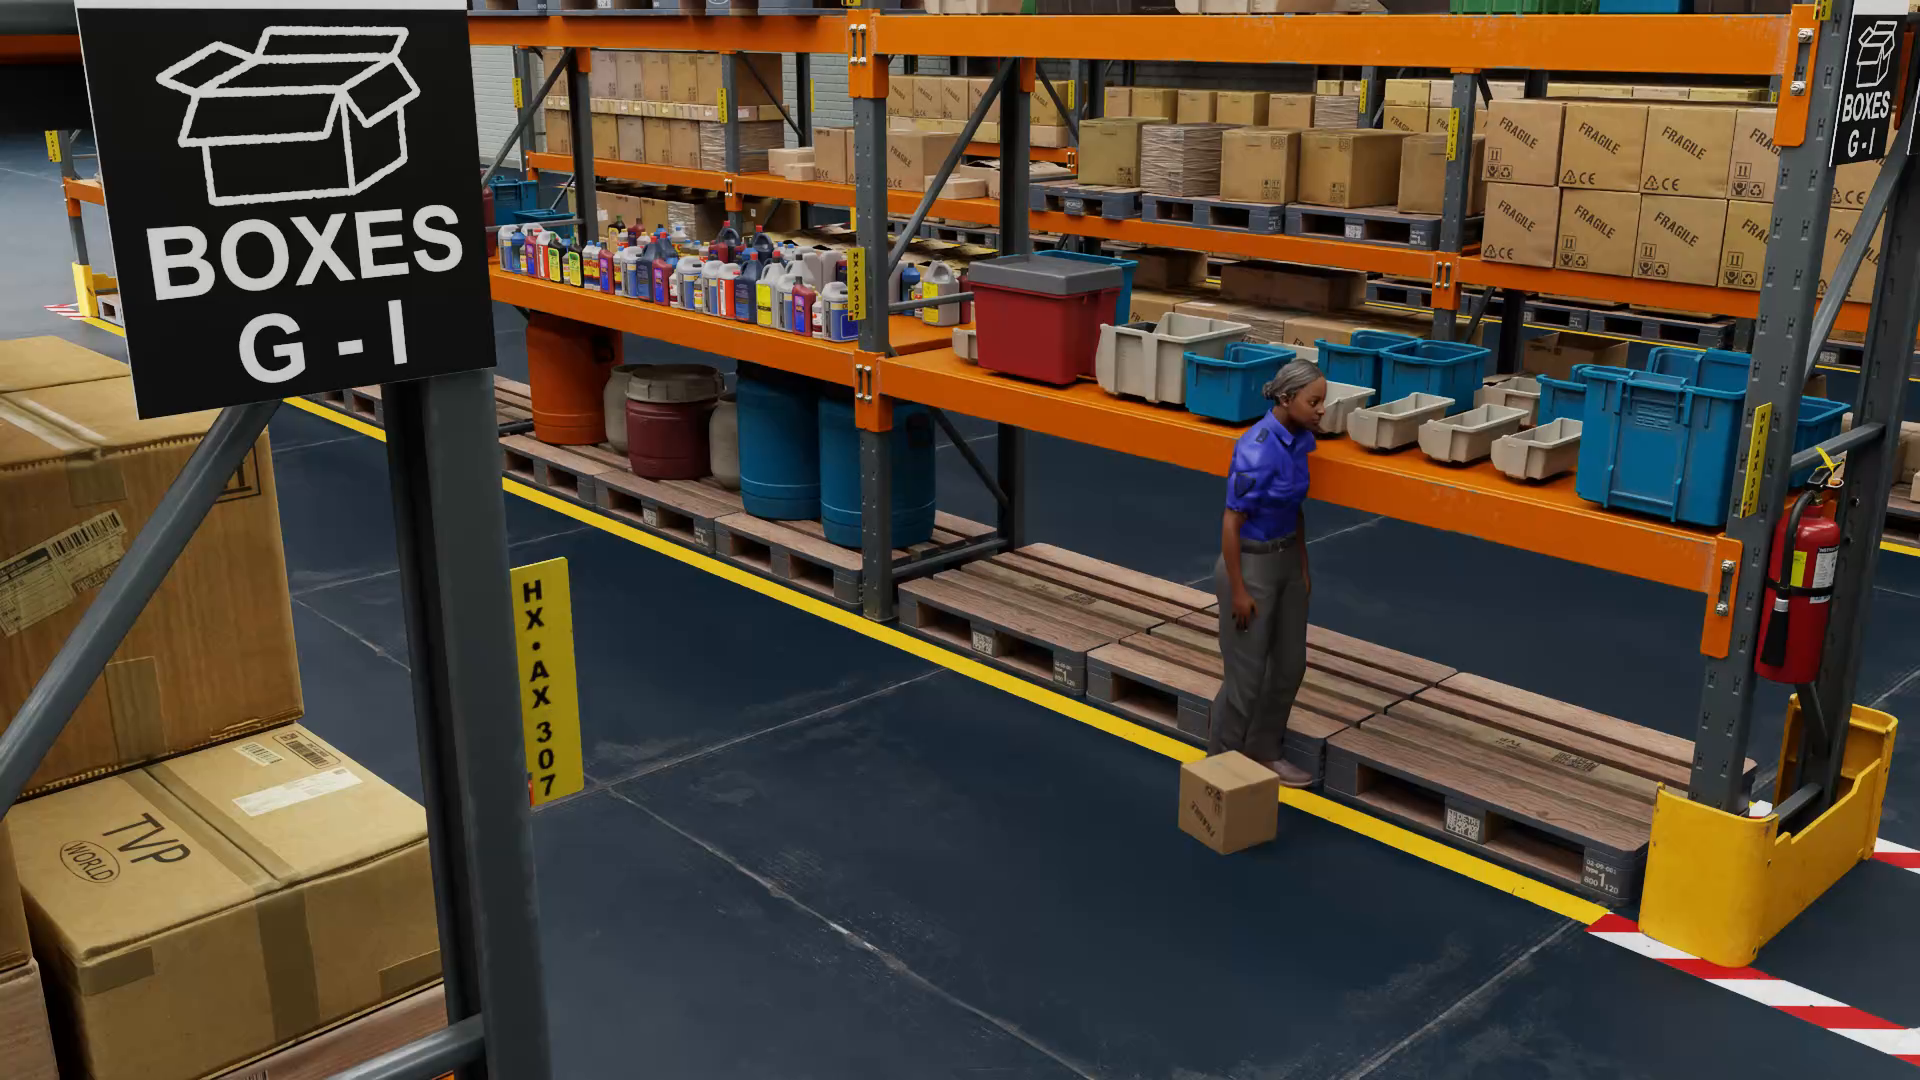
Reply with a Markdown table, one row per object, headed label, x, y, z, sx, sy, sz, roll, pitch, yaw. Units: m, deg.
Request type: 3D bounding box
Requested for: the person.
| label | x | y | z | sx | sy | sz | roll | pitch | yaw |
| --- | --- | --- | --- | --- | --- | --- | --- | --- | --- |
| person | 1.123 | 0.148 | 6.088 | 0.350 | 1.653 | 0.528 | 16 | 23 | 40 |
